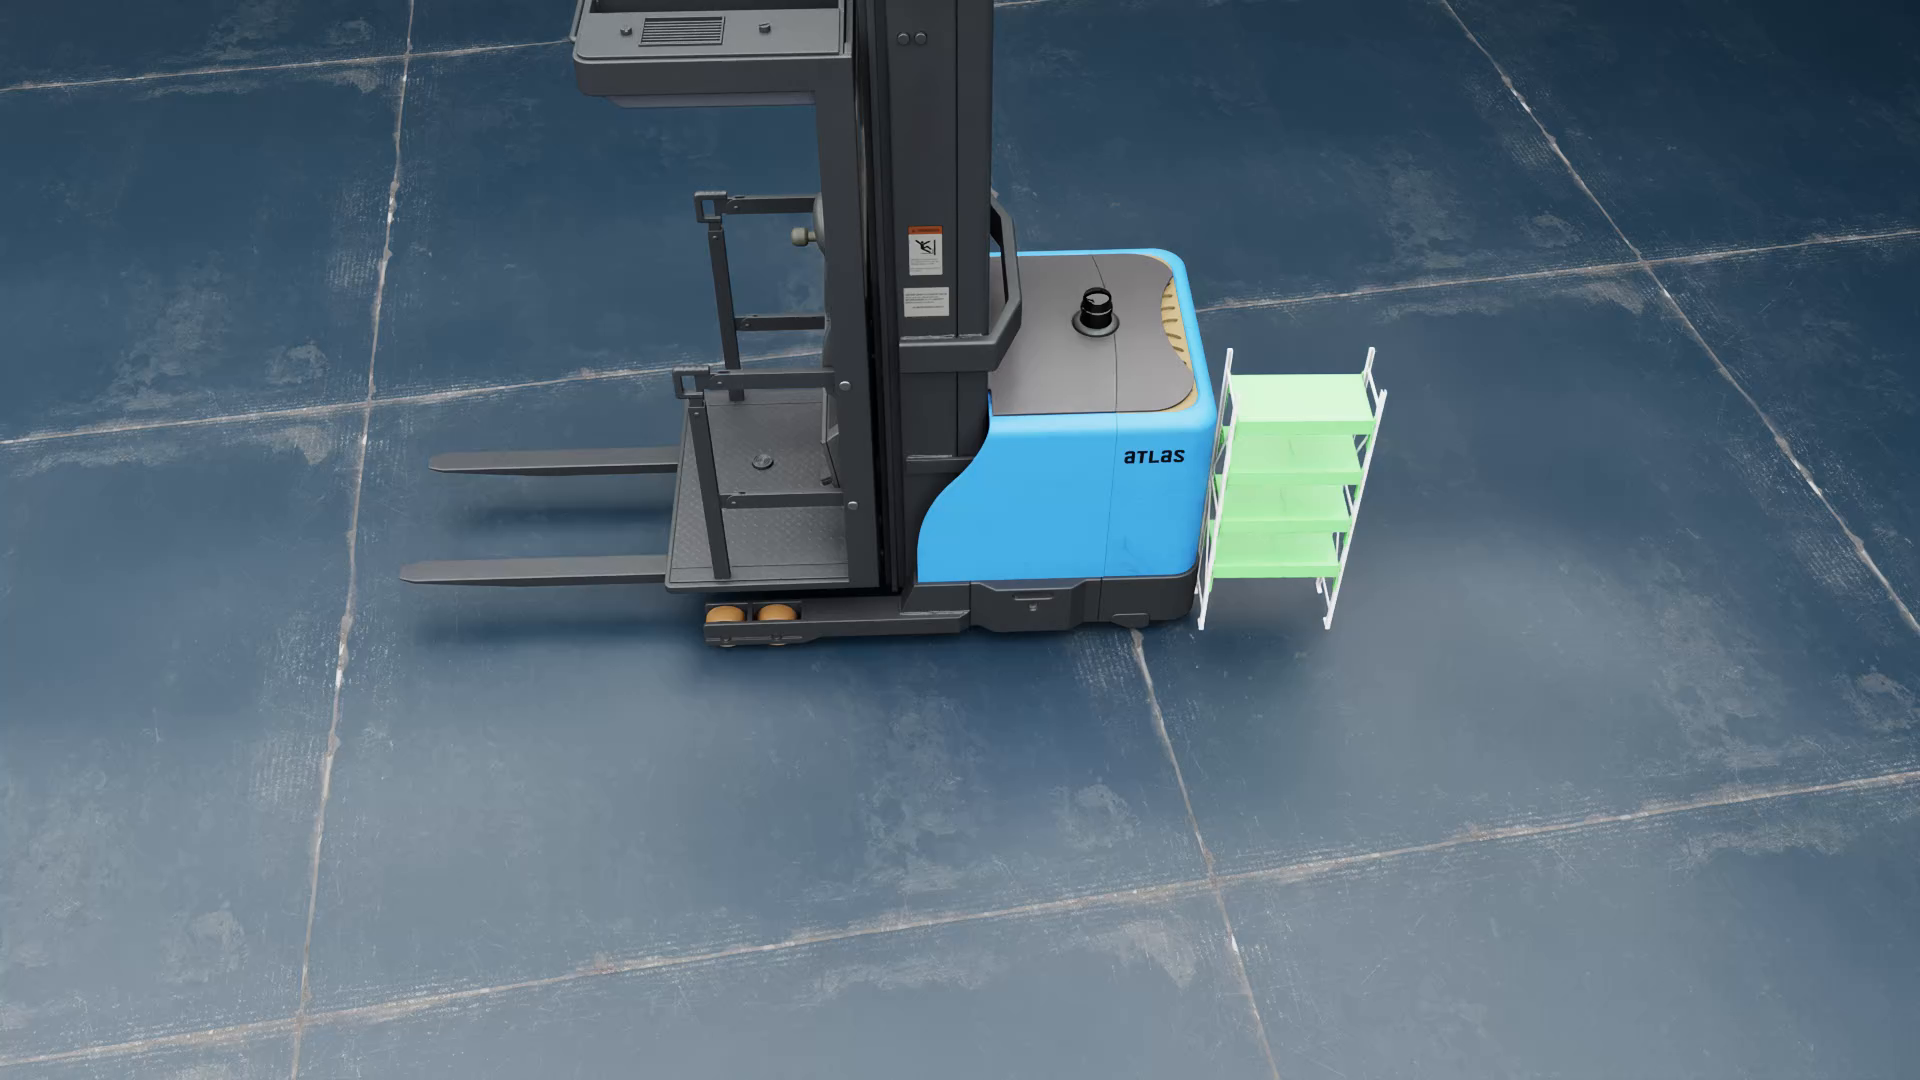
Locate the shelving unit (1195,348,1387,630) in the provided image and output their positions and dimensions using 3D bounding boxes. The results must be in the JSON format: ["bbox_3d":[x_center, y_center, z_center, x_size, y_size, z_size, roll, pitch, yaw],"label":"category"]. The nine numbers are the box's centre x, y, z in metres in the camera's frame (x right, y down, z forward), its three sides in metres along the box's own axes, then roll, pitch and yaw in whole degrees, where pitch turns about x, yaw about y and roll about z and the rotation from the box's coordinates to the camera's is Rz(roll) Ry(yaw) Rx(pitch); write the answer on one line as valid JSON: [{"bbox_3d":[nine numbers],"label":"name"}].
[{"bbox_3d":[1.173,-0.157,6.068,0.503,1.200,0.258,0,46,0],"label":"shelving unit"}]

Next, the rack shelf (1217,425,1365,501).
[{"bbox_3d":[1.173,-0.279,5.942,0.480,0.148,0.258,0,46,0],"label":"rack shelf"}]

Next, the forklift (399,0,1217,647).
[{"bbox_3d":[-0.629,-0.999,5.677,3.031,2.935,1.130,-2,46,-2],"label":"forklift"}]

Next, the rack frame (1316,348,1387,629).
[{"bbox_3d":[1.417,-0.159,6.070,0.015,1.200,0.240,0,46,0],"label":"rack frame"}]

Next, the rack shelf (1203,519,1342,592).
[{"bbox_3d":[1.173,0.054,6.287,0.480,0.148,0.258,0,46,0],"label":"rack shelf"}]

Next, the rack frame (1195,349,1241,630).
[{"bbox_3d":[0.929,-0.156,6.067,0.015,1.200,0.240,0,46,0],"label":"rack frame"}]

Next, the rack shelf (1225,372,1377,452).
[{"bbox_3d":[1.173,-0.446,5.769,0.480,0.148,0.258,0,46,0],"label":"rack shelf"}]

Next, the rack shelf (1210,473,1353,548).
[{"bbox_3d":[1.173,-0.113,6.114,0.480,0.148,0.258,0,46,0],"label":"rack shelf"}]
